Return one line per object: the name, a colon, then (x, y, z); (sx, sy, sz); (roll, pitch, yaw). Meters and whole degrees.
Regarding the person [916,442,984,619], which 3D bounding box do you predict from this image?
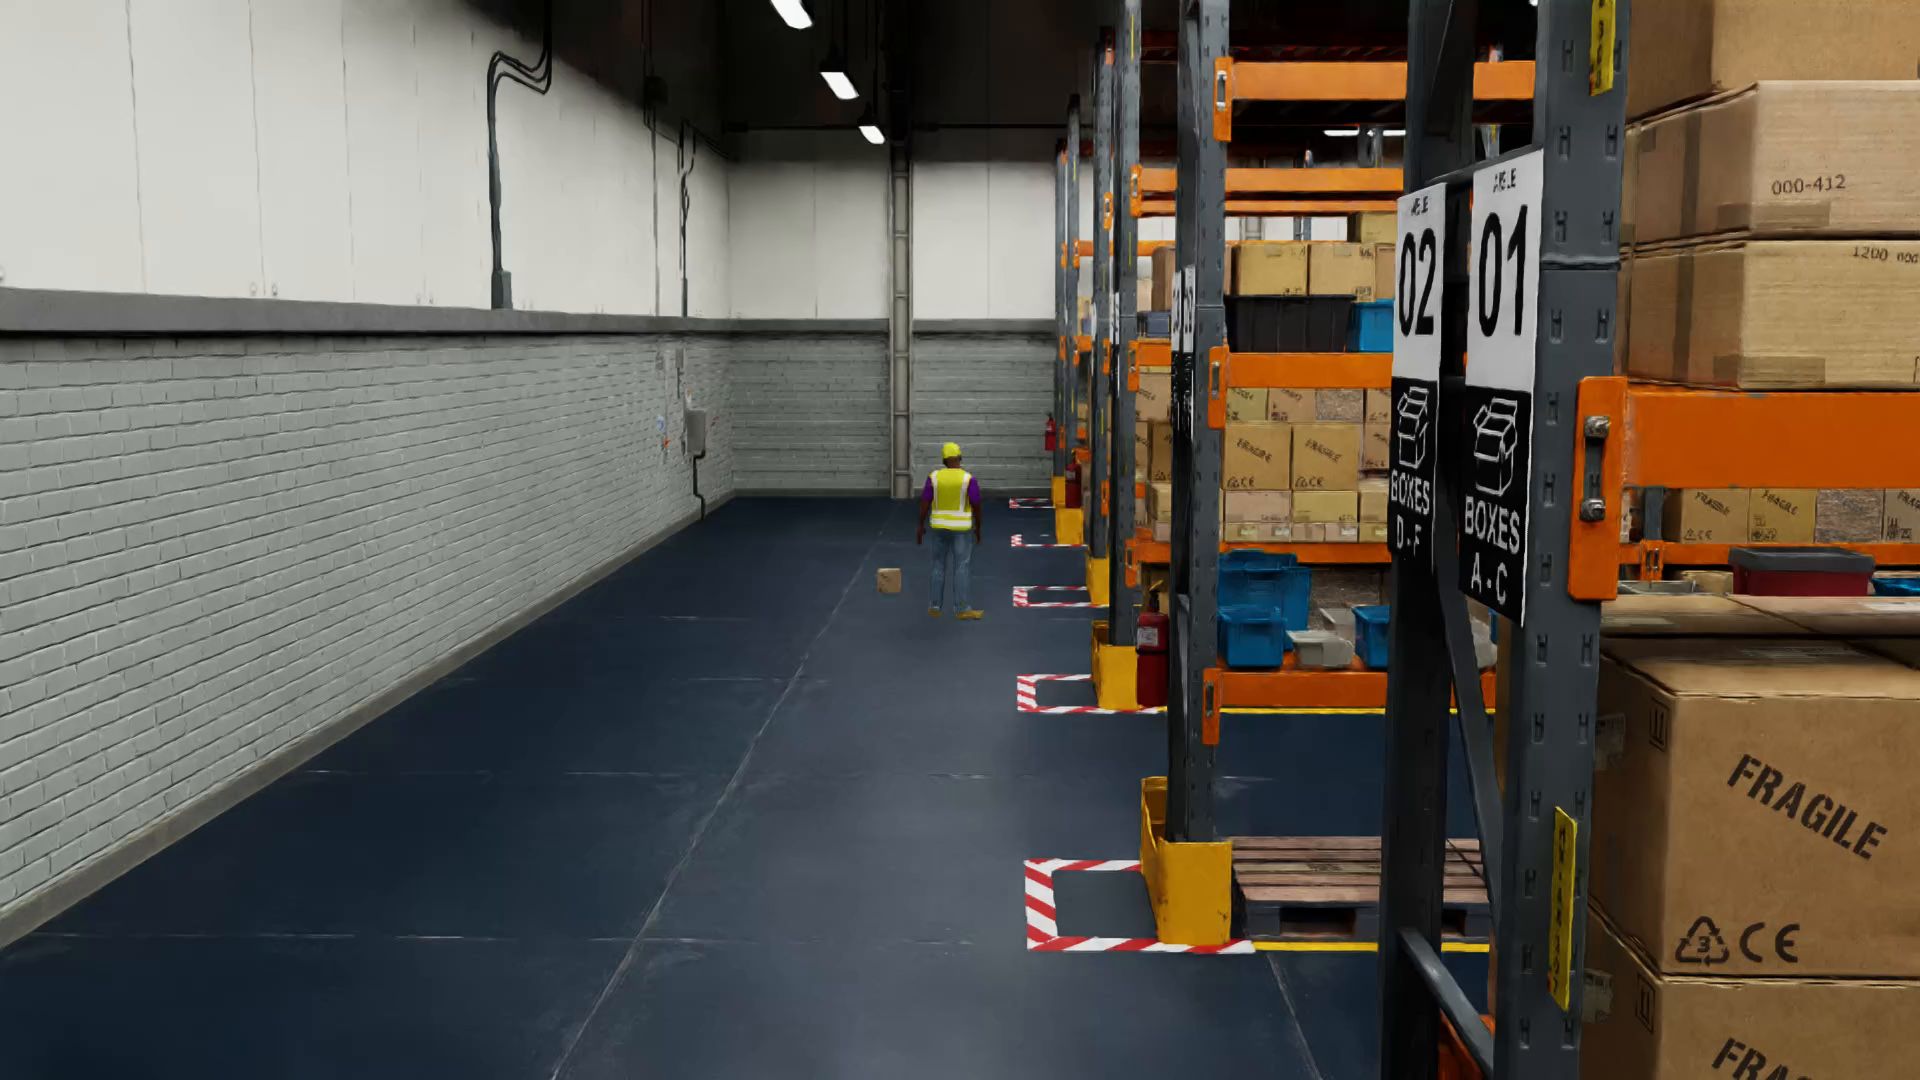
person: (-0.096, -0.106, 16.814); (0.698, 1.767, 0.374); (2, 7, 15)
